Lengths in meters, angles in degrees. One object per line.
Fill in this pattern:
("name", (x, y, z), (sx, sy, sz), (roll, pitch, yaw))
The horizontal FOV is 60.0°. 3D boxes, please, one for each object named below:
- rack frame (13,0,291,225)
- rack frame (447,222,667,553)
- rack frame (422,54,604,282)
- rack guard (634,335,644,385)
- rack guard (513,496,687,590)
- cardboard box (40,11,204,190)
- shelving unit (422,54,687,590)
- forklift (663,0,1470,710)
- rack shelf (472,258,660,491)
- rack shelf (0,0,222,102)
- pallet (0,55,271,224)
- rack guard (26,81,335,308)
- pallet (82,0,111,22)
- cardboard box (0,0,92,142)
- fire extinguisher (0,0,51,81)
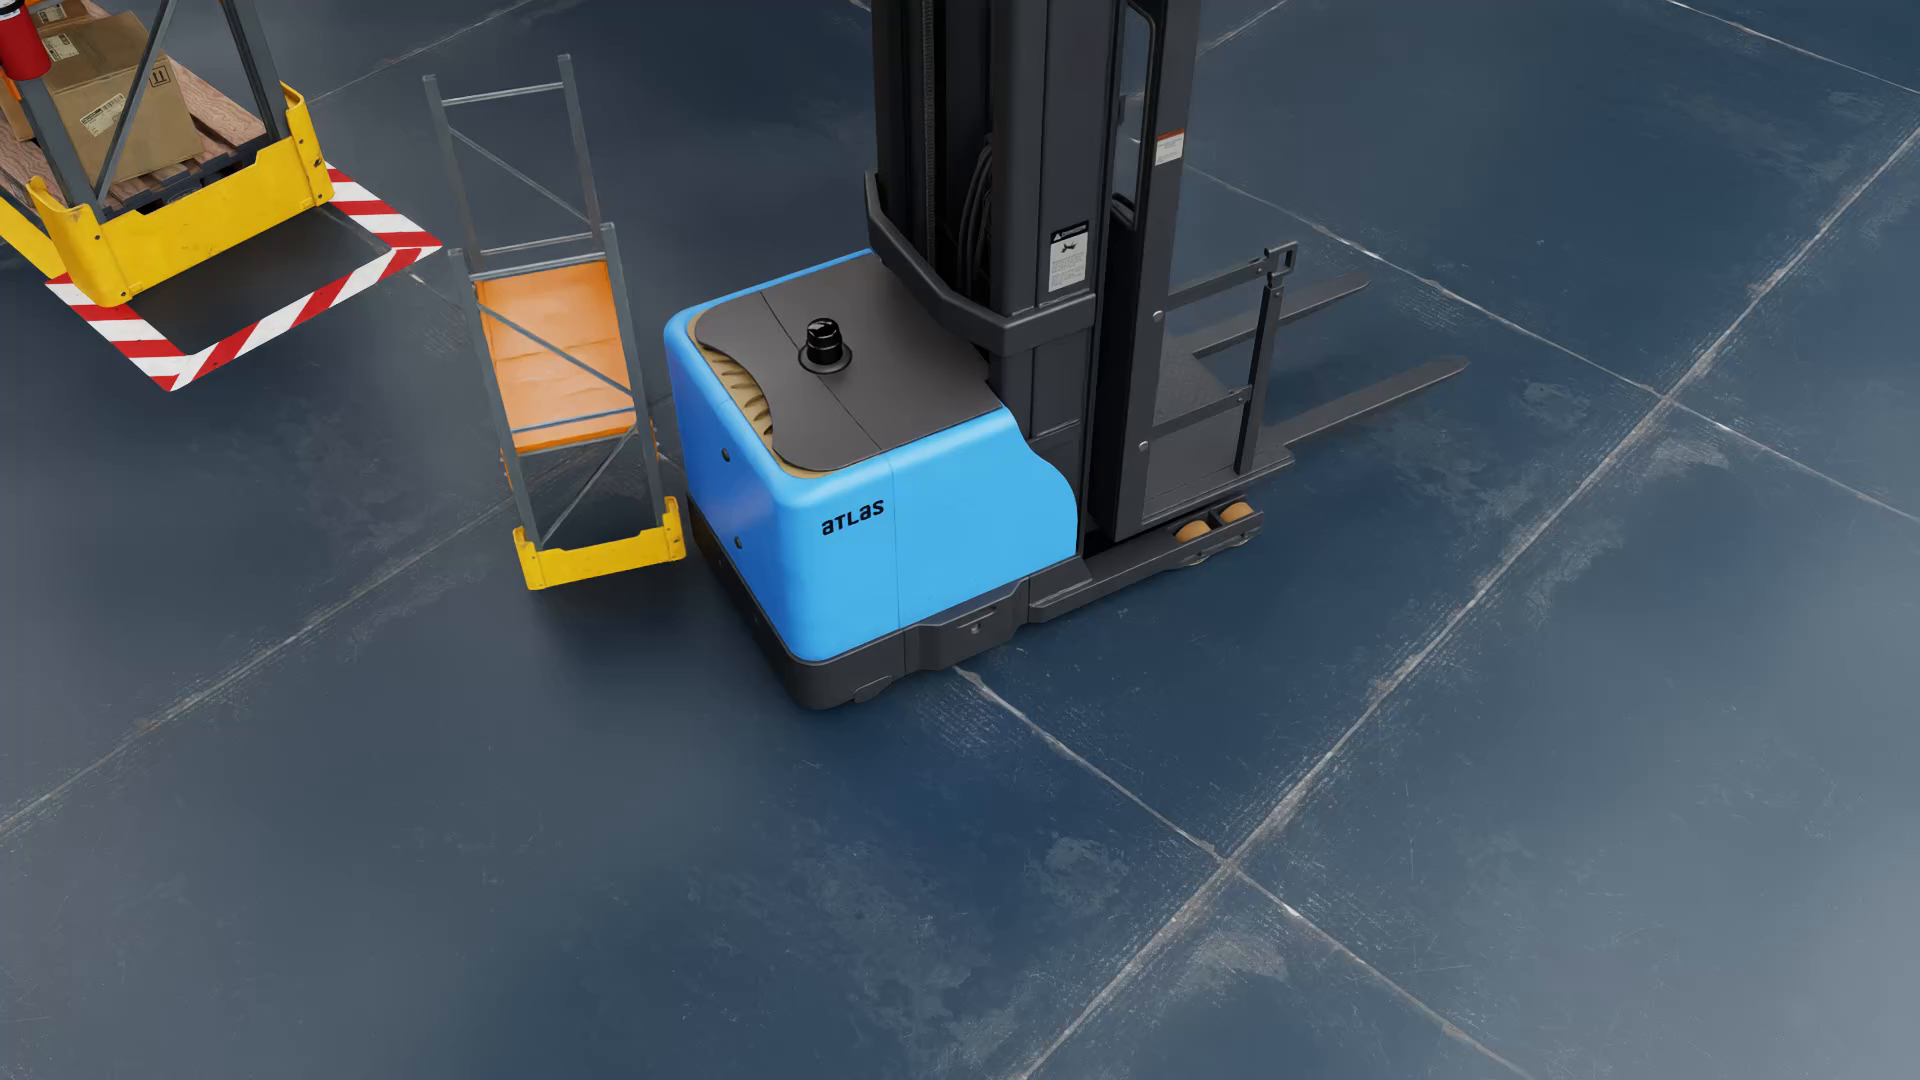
("rack frame", (-3.361, -2.372, 6.420), (0.127, 3.000, 1.000), (34, 55, 28))
("rack frame", (-1.302, -0.402, 5.598), (0.500, 1.500, 0.032), (-12, 48, -11))
("rack frame", (-1.593, -1.112, 6.265), (0.500, 1.500, 0.032), (-12, 48, -11))
("rack guard", (-1.592, -0.683, 6.720), (0.587, 0.250, 0.087), (-12, 48, -11))
("rack guard", (-1.307, 0.012, 6.067), (0.587, 0.250, 0.087), (-12, 48, -11))
("cardboard box", (-3.808, -1.978, 7.476), (0.500, 0.500, 0.500), (-28, 53, -24))
("shelving unit", (-1.450, -0.763, 5.938), (0.587, 1.500, 1.083), (-12, 48, -11))
("forklift", (0.545, -1.226, 5.391), (3.031, 2.935, 1.130), (-22, 51, -20))
("rack shelf", (-1.447, -0.634, 6.063), (0.538, 0.185, 1.000), (-12, 48, -11))
("rack shelf", (-4.830, -3.115, 7.611), (4.000, 0.370, 1.077), (34, 55, 28))
("pallet", (-3.989, -1.876, 7.867), (1.213, 0.211, 1.003), (34, 55, 28))
("rack guard", (-3.416, -1.554, 7.366), (0.348, 0.500, 1.175), (34, 55, 28))
("pallet", (-4.882, -2.479, 8.433), (1.213, 0.211, 1.003), (34, 55, 28))
("cardboard box", (-4.271, -2.255, 7.737), (0.500, 0.500, 0.500), (-25, 52, -21))
("fire extinguisher", (-3.589, -2.042, 6.163), (0.183, 0.674, 0.296), (34, 55, 28))
